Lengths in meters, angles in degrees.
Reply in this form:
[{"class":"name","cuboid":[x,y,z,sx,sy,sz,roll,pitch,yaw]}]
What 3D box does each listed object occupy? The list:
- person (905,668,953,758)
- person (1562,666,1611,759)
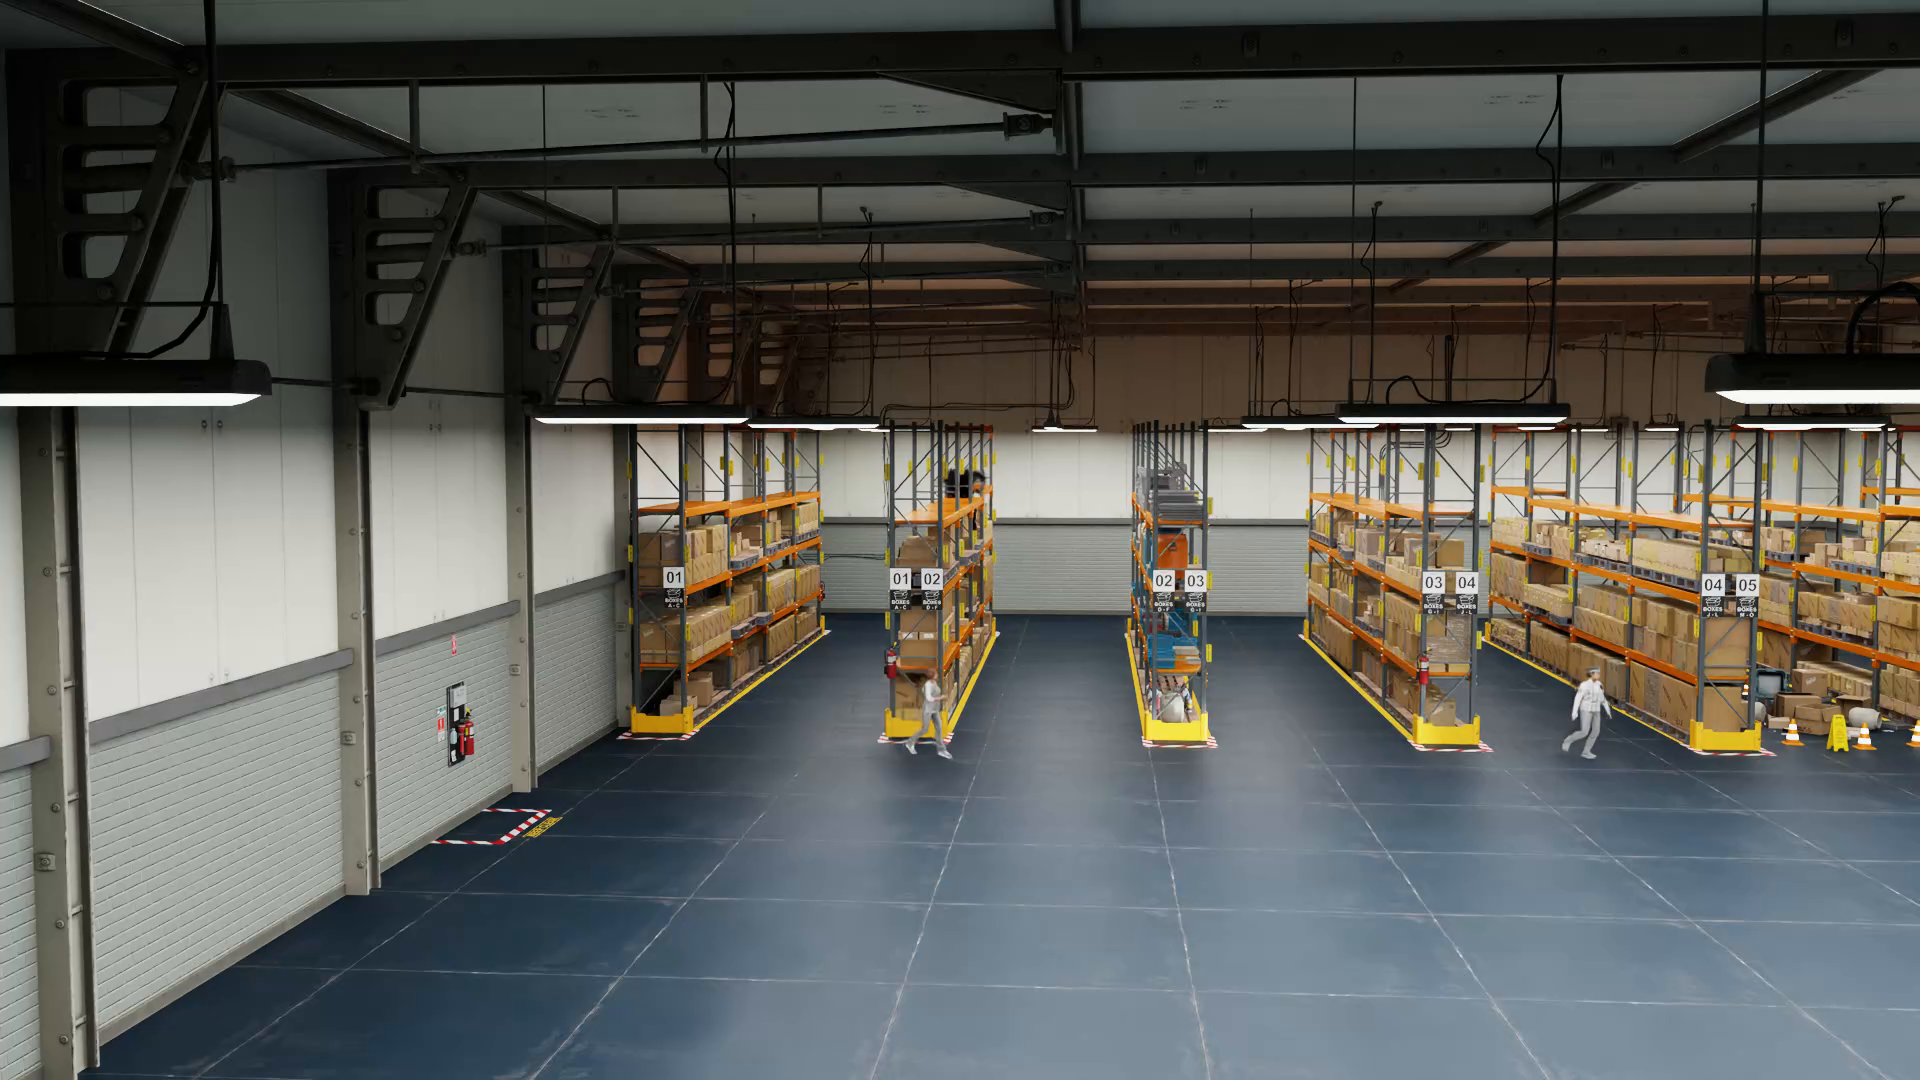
[{"class":"person","cuboid":[-0.553,3.035,29.321,0.888,1.592,0.521,2,4,24]},{"class":"person","cuboid":[11.099,3.033,29.471,0.649,1.654,0.652,-2,4,-27]}]
